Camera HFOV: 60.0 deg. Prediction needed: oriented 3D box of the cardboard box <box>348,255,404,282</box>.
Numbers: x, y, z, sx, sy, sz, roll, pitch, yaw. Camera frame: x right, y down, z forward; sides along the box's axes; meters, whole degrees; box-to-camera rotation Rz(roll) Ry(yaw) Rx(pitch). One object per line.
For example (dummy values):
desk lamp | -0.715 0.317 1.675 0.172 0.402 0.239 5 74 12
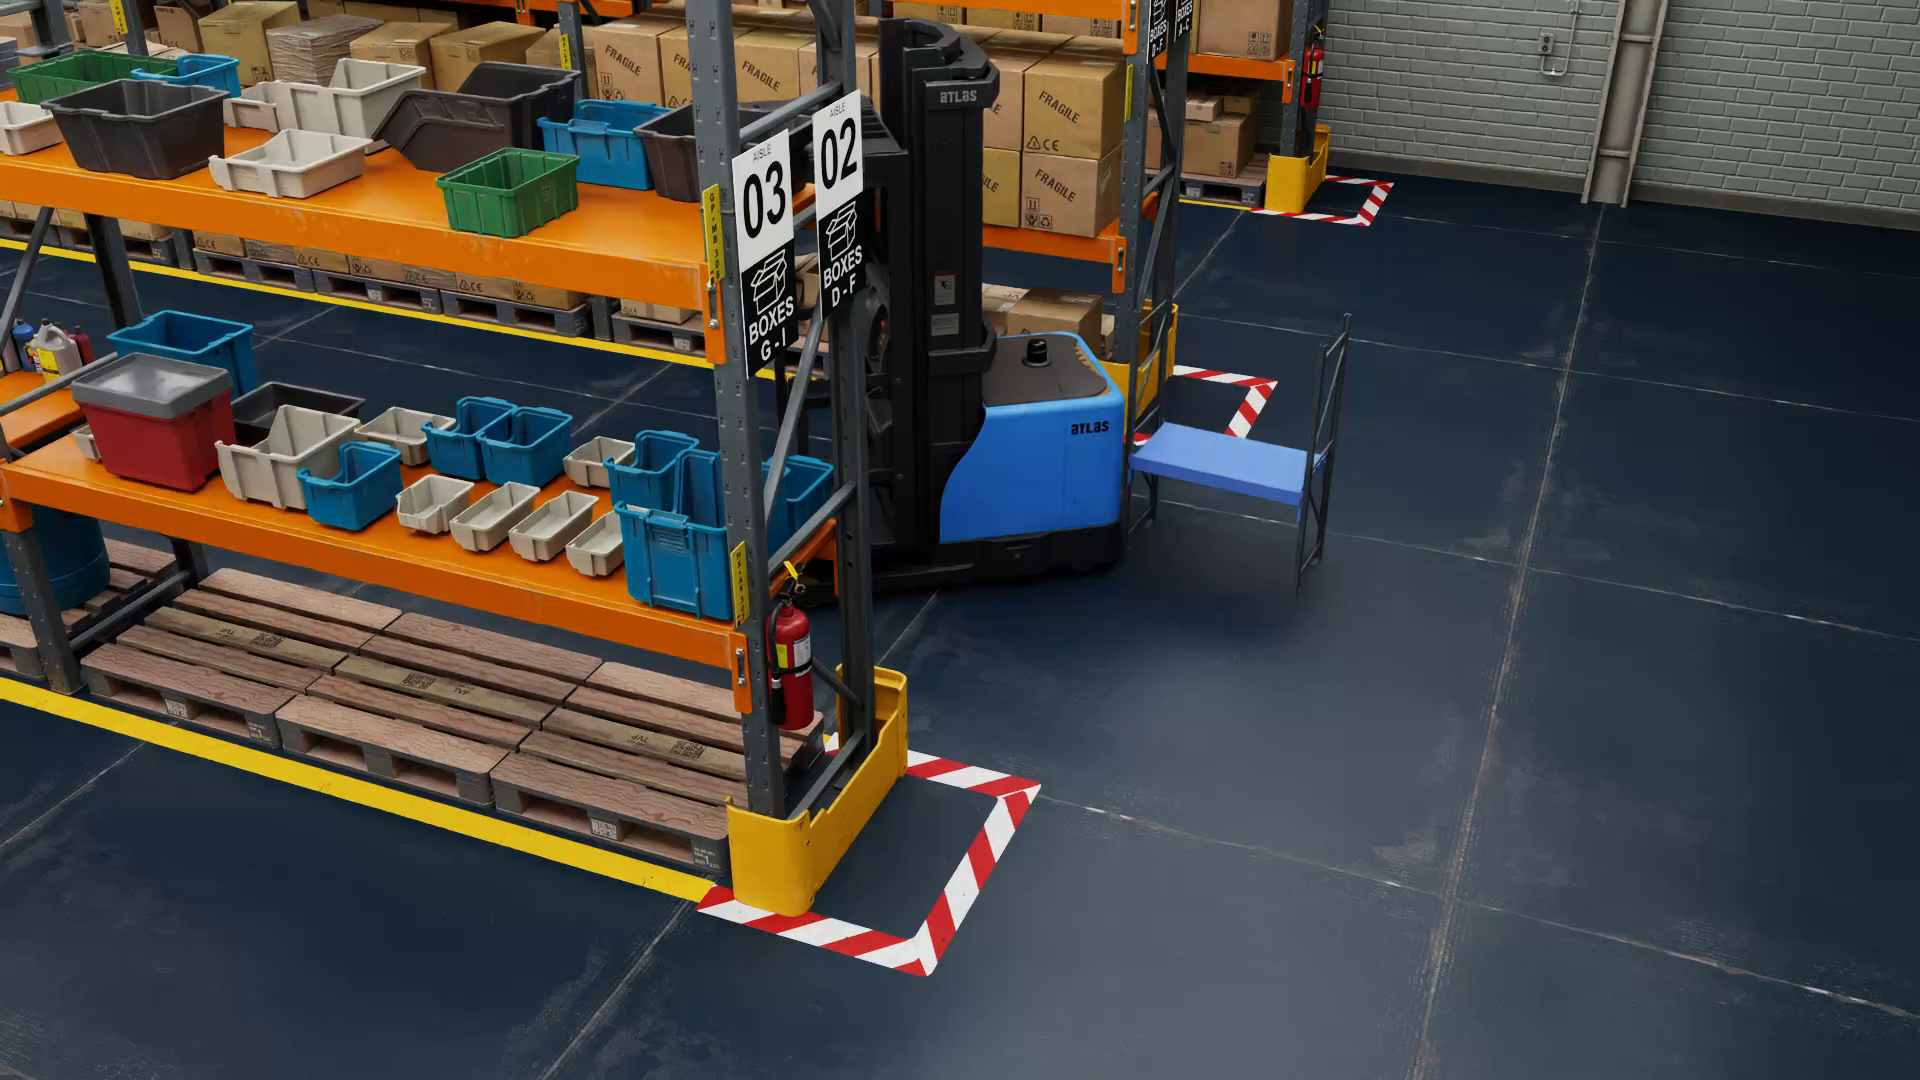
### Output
cardboard box | -4.429 -2.358 12.967 0.500 0.500 0.500 10 31 17

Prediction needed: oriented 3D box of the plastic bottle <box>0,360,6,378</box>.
plastic bottle | -4.992 -0.935 8.558 0.097 0.201 0.097 0 29 0

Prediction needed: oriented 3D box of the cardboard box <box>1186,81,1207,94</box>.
cardboard box | 2.129 -4.154 15.506 0.250 0.149 0.380 11 31 19

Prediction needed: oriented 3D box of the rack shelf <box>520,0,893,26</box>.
rack shelf | -2.466 -5.329 16.861 4.000 0.370 1.077 11 31 19

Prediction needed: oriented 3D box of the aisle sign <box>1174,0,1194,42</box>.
aisle sign | 1.408 -3.526 10.297 0.004 0.787 0.394 11 31 19

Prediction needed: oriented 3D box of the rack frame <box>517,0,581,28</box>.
rack frame | -4.320 -6.012 17.338 0.127 3.000 1.000 11 31 19

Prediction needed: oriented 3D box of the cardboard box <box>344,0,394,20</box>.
cardboard box | -6.445 -5.879 18.434 0.500 0.250 0.500 10 31 18

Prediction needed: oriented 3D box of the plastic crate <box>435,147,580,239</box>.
plastic crate | -1.653 -1.281 6.134 0.336 0.188 0.450 11 31 19

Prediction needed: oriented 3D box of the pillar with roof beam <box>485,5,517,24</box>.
pillar with roof beam | -6.818 -7.296 13.513 0.400 9.000 9.100 11 31 19

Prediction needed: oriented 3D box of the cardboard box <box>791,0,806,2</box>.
cardboard box | -1.612 -5.514 16.033 0.500 0.500 0.500 12 31 20

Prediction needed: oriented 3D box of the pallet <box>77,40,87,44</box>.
pallet | -10.923 -6.098 20.324 1.213 0.211 1.003 11 31 19

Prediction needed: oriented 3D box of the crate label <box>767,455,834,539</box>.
crate label | -0.736 -0.164 7.101 0.303 0.233 0.416 11 31 19

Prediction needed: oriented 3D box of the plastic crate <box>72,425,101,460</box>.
plastic crate | -3.960 -0.515 7.820 0.243 0.136 0.396 11 31 19

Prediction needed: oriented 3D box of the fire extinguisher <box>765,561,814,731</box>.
fire extinguisher | -0.662 0.416 6.423 0.183 0.674 0.296 11 31 19

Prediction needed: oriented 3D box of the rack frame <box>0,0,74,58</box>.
rack frame | -4.338 -3.367 6.561 0.127 3.000 1.000 11 31 19

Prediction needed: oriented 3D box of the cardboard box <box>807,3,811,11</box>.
cardboard box | -1.275 -5.141 16.032 0.250 0.149 0.380 12 32 20

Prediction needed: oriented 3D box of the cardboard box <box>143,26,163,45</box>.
cardboard box | -9.501 -6.008 19.780 0.250 0.149 0.380 9 31 15

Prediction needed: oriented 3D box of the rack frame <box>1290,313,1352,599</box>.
rack frame | 1.953 -0.441 9.006 0.032 1.500 0.500 14 32 23

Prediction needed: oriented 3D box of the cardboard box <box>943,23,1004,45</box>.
cardboard box | -0.027 -3.142 11.143 0.500 0.500 0.500 12 32 20

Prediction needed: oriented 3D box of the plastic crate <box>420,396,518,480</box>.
plastic crate | -2.234 -0.463 7.630 0.300 0.233 0.416 11 31 19

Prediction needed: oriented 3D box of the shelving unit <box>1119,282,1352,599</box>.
shelving unit | 1.500 -0.555 9.208 1.048 1.500 0.538 14 32 23

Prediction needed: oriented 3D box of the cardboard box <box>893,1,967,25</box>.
cardboard box | -0.117 -5.295 15.764 0.700 0.700 0.980 12 32 20

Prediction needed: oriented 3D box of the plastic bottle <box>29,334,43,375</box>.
plastic bottle | -4.755 -0.968 8.617 0.097 0.201 0.097 0 29 0

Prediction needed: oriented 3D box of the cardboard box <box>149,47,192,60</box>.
cardboard box | -6.499 -3.801 13.517 0.500 0.311 0.500 13 32 22

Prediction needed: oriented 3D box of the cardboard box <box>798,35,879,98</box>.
cardboard box | -0.708 -2.990 10.874 0.500 0.500 0.500 12 32 21

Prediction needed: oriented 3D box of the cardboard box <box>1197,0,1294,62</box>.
cardboard box | 2.617 -4.752 14.805 0.700 0.700 0.980 13 32 21

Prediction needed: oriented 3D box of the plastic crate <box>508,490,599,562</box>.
plastic crate | -1.718 -0.055 7.005 0.243 0.136 0.396 11 31 19

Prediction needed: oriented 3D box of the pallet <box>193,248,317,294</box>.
pallet | -5.501 -2.383 13.752 1.213 0.211 1.003 11 31 19

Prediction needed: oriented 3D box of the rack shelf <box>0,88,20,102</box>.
rack shelf | -6.191 -2.118 8.131 4.000 0.370 1.077 11 31 19

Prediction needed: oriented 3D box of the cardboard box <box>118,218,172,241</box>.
cardboard box | -6.758 -2.725 13.890 0.500 0.250 0.500 12 32 20

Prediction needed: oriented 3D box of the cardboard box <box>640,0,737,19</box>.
cardboard box | -1.906 -3.516 11.804 0.500 0.500 0.500 11 31 19

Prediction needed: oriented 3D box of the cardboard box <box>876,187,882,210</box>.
cardboard box | -0.225 -2.464 10.960 0.500 0.500 0.500 12 31 20

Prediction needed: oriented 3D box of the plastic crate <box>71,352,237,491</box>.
plastic crate | -3.605 -0.529 7.512 0.583 0.464 0.402 11 31 19

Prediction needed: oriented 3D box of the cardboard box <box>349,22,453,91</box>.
cardboard box | -4.132 -3.538 12.432 0.500 0.500 0.700 4 30 6

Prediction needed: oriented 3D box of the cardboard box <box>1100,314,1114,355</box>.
cardboard box | 0.976 -1.457 11.730 0.250 0.149 0.380 11 31 19

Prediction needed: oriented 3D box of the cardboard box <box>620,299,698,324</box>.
cardboard box | -2.164 -1.857 12.273 0.500 0.311 0.500 11 31 19

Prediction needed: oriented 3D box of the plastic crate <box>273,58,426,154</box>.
plastic crate | -2.569 -1.820 6.993 0.530 0.282 0.437 11 31 19

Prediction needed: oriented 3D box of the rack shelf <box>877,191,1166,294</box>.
rack shelf | -0.619 -2.330 11.554 4.000 0.370 1.077 11 31 19

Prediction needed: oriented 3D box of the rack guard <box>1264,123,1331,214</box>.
rack guard | 3.116 -3.439 15.327 0.348 0.500 1.175 11 31 19

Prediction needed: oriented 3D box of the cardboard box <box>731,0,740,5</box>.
cardboard box | -2.193 -5.360 16.419 0.250 0.149 0.380 10 31 18

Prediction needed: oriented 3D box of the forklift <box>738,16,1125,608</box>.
forklift | -0.664 -1.189 8.874 3.031 2.935 1.130 -6 30 -11

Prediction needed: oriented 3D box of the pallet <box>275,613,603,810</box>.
pallet | -2.507 0.802 8.116 1.213 0.211 1.003 11 31 19

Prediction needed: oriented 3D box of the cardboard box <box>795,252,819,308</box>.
cardboard box | -1.142 -1.919 12.382 0.500 0.311 0.500 11 31 19

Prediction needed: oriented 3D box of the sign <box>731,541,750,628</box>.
sign | -0.823 0.168 6.239 0.005 0.325 0.100 11 31 19

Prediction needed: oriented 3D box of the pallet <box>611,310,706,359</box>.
pallet | -1.836 -1.671 12.492 1.213 0.211 1.003 11 31 19
